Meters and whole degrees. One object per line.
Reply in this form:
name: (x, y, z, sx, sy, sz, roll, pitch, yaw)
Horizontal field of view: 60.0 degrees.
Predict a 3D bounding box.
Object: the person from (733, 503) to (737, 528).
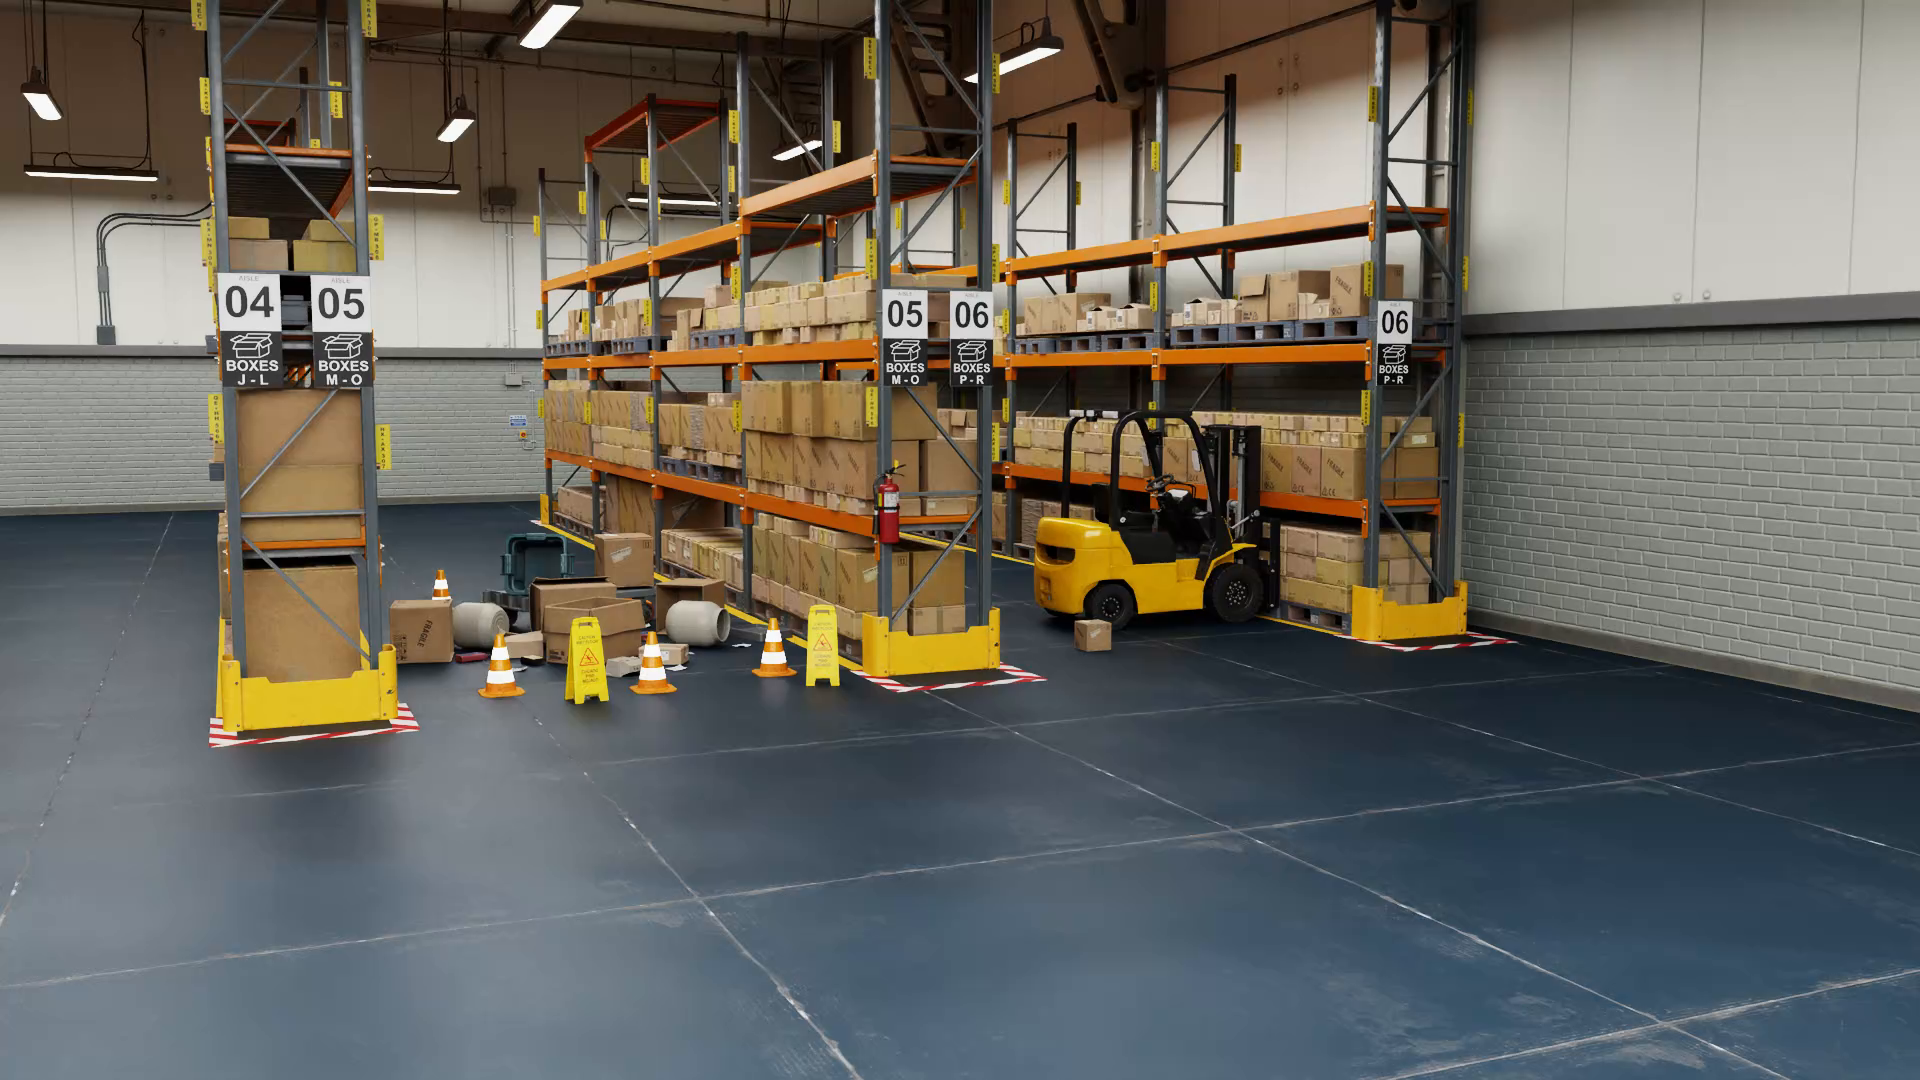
person: (-3.634, -0.903, 25.982, 0.442, 1.678, 0.461, -2, 6, -24)
